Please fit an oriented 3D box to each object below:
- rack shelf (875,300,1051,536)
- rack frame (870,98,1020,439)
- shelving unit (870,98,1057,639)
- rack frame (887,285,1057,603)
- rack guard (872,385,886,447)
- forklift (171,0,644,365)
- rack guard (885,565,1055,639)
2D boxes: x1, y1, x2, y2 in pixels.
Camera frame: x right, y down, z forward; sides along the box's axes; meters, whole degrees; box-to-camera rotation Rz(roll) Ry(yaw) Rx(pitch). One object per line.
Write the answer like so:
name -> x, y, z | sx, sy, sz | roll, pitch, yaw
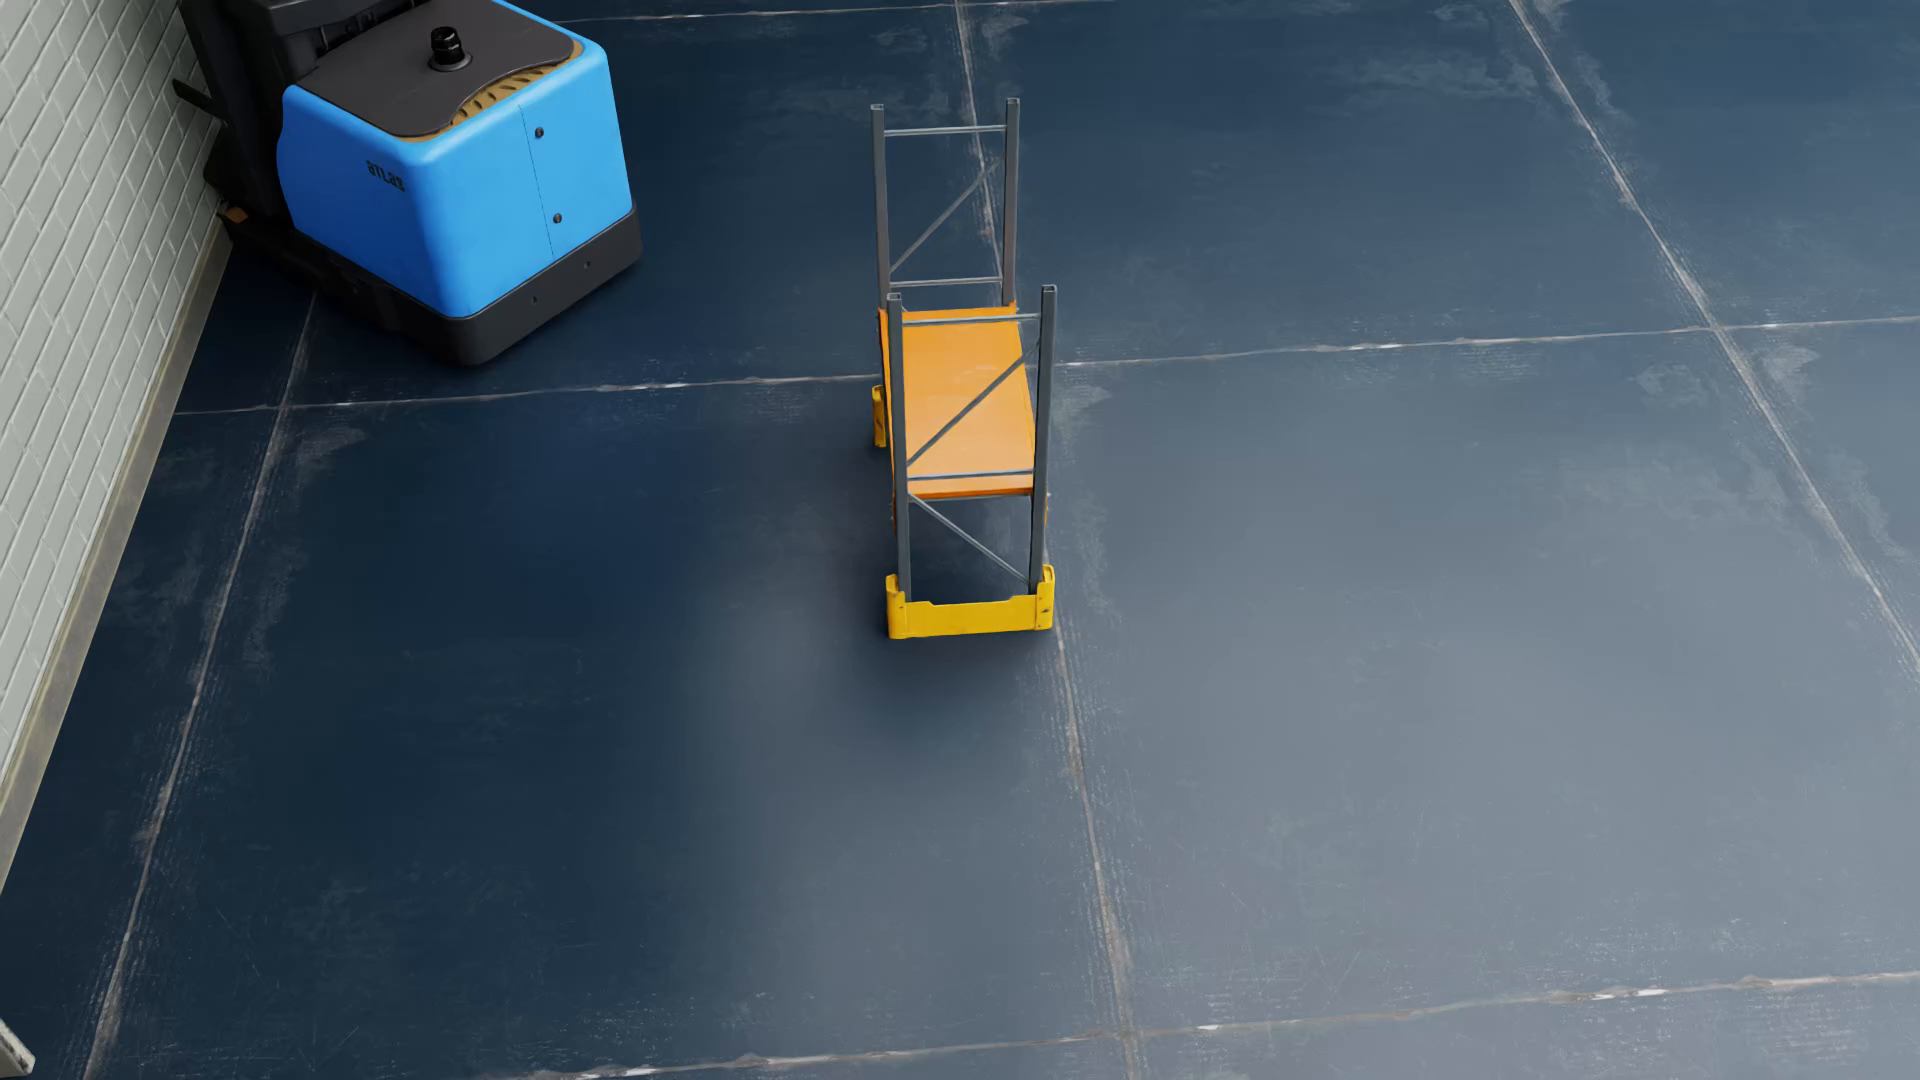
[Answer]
rack shelf -> -0.007, -0.454, 5.895 | 0.538, 0.185, 1.000 | -3, 47, -3
rack frame -> -0.050, -0.945, 6.112 | 0.500, 1.500, 0.032 | -3, 47, -3
shelving unit -> -0.006, -0.571, 5.758 | 0.587, 1.500, 1.083 | -3, 47, -3
rack frame -> 0.035, -0.210, 5.416 | 0.500, 1.500, 0.032 | -3, 47, -3
rack guard -> -0.048, -0.501, 6.553 | 0.587, 0.250, 0.087 | -3, 47, -3
forklift -> -2.877, -2.616, 6.708 | 3.031, 2.935, 1.130 | 29, 53, 25
rack guard -> 0.035, 0.219, 5.870 | 0.587, 0.250, 0.087 | -3, 47, -3
